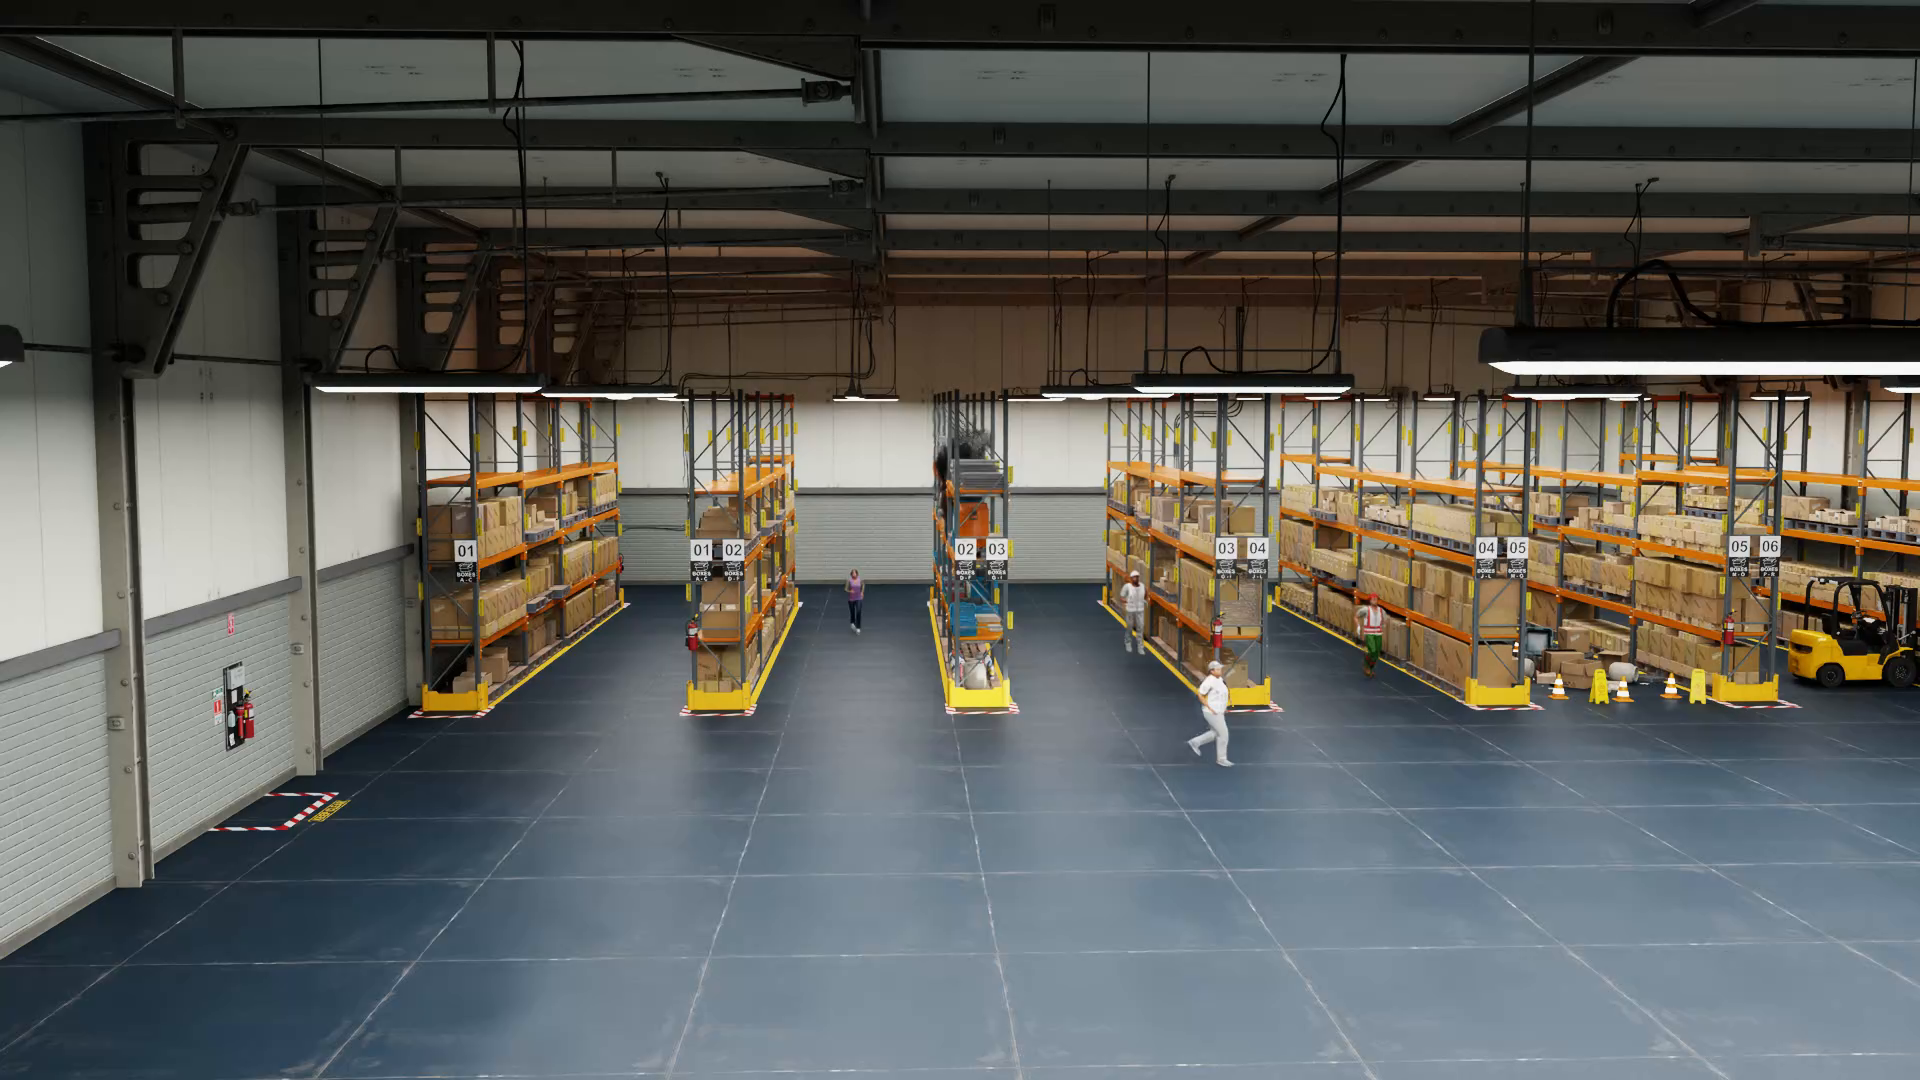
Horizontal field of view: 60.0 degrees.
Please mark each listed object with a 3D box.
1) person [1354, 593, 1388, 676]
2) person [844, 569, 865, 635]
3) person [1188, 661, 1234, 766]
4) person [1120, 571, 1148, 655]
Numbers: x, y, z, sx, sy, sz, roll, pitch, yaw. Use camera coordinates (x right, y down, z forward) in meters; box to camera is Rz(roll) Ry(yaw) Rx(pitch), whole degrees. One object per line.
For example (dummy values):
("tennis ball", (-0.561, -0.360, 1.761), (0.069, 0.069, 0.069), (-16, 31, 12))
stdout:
("person", (8.665, 1.989, 34.827), (0.646, 1.743, 0.650), (-1, 5, -12))
("person", (-2.632, 1.524, 41.577), (0.534, 1.615, 0.863), (-1, 5, -9))
("person", (4.016, 2.751, 26.511), (0.776, 1.669, 0.601), (2, 5, 27))
("person", (3.814, 1.578, 36.216), (0.684, 1.821, 0.911), (-1, 5, -11))
